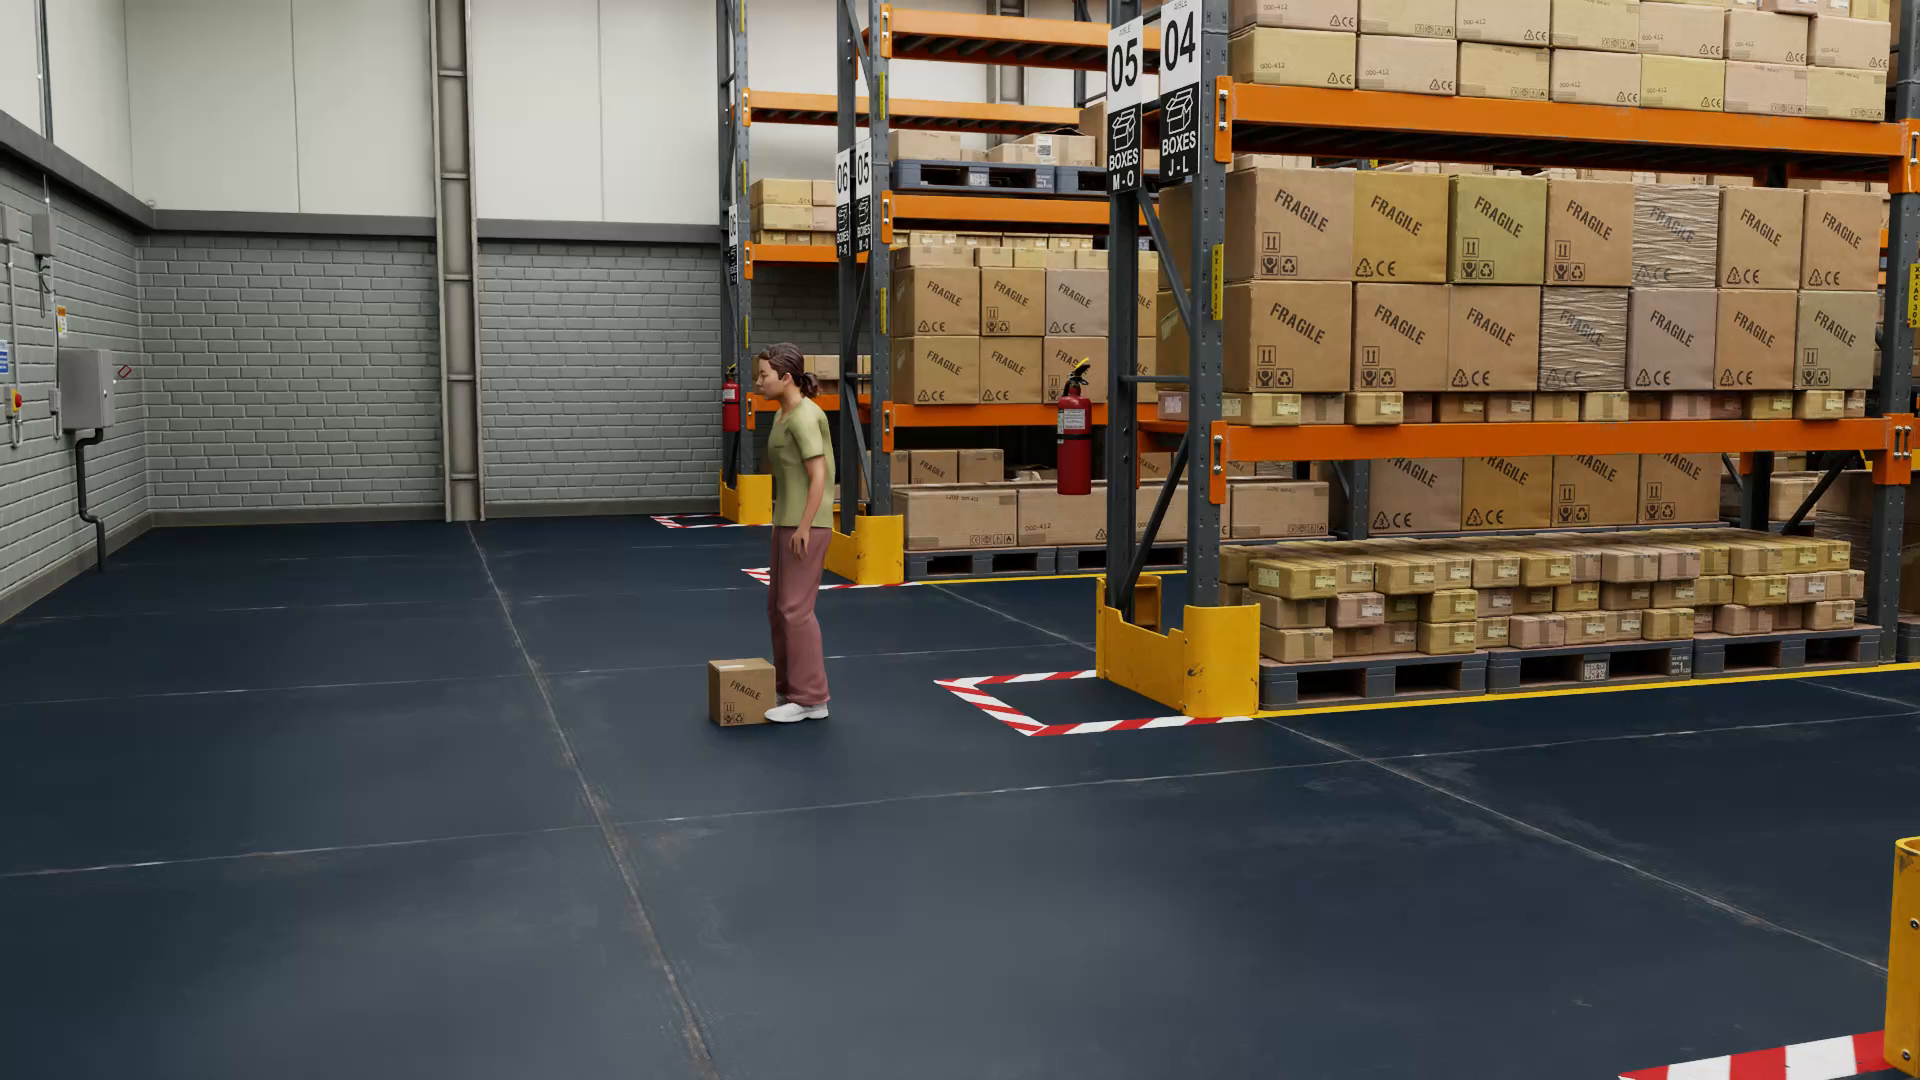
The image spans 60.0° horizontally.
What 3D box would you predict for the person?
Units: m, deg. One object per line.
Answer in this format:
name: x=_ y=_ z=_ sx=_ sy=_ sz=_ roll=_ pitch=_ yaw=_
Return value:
person: x=-0.744 y=-0.041 z=7.428 sx=0.357 sy=1.673 sz=0.499 roll=-2 pitch=6 yaw=-18
